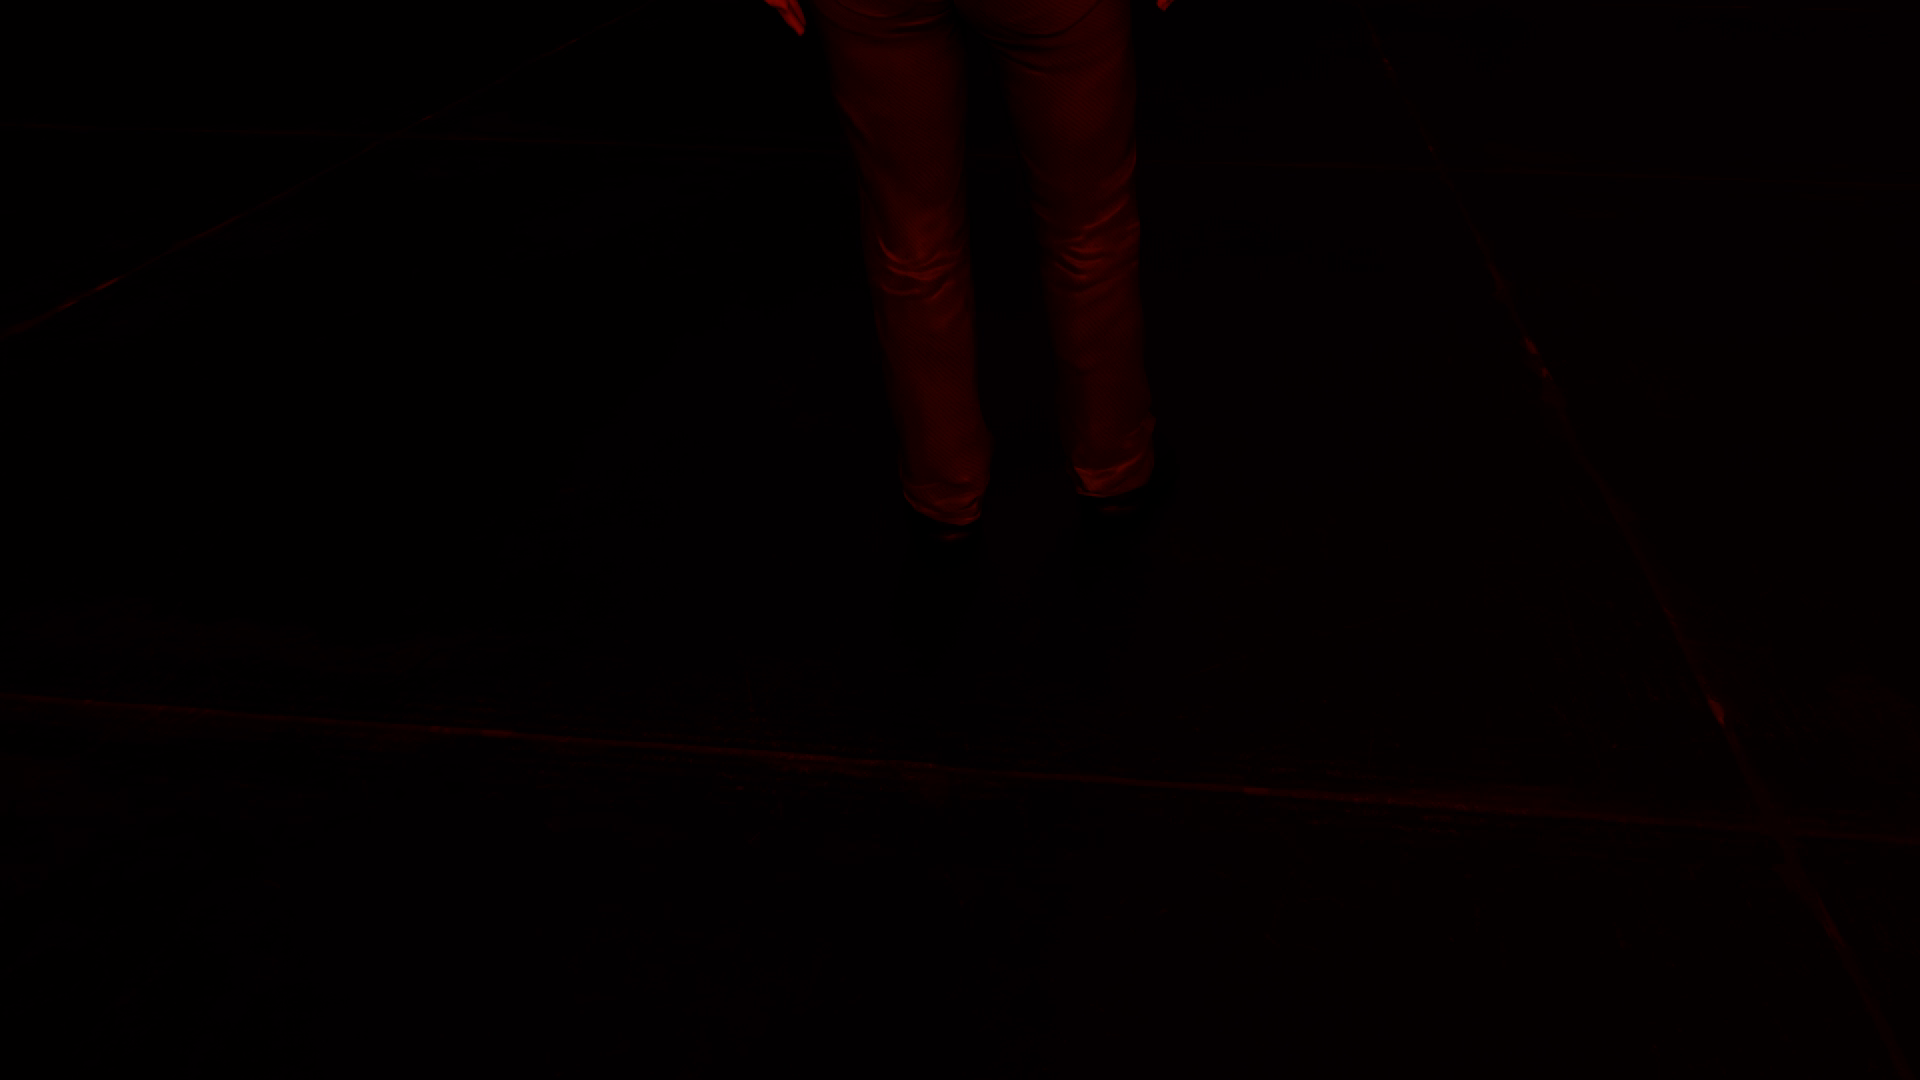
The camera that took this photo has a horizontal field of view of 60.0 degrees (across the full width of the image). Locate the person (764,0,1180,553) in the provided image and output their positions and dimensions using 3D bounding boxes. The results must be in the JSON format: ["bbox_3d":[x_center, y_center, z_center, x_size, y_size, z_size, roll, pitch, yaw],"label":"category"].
[{"bbox_3d":[0.015,-0.804,2.167,0.634,1.722,0.566,3,27,7],"label":"person"}]
